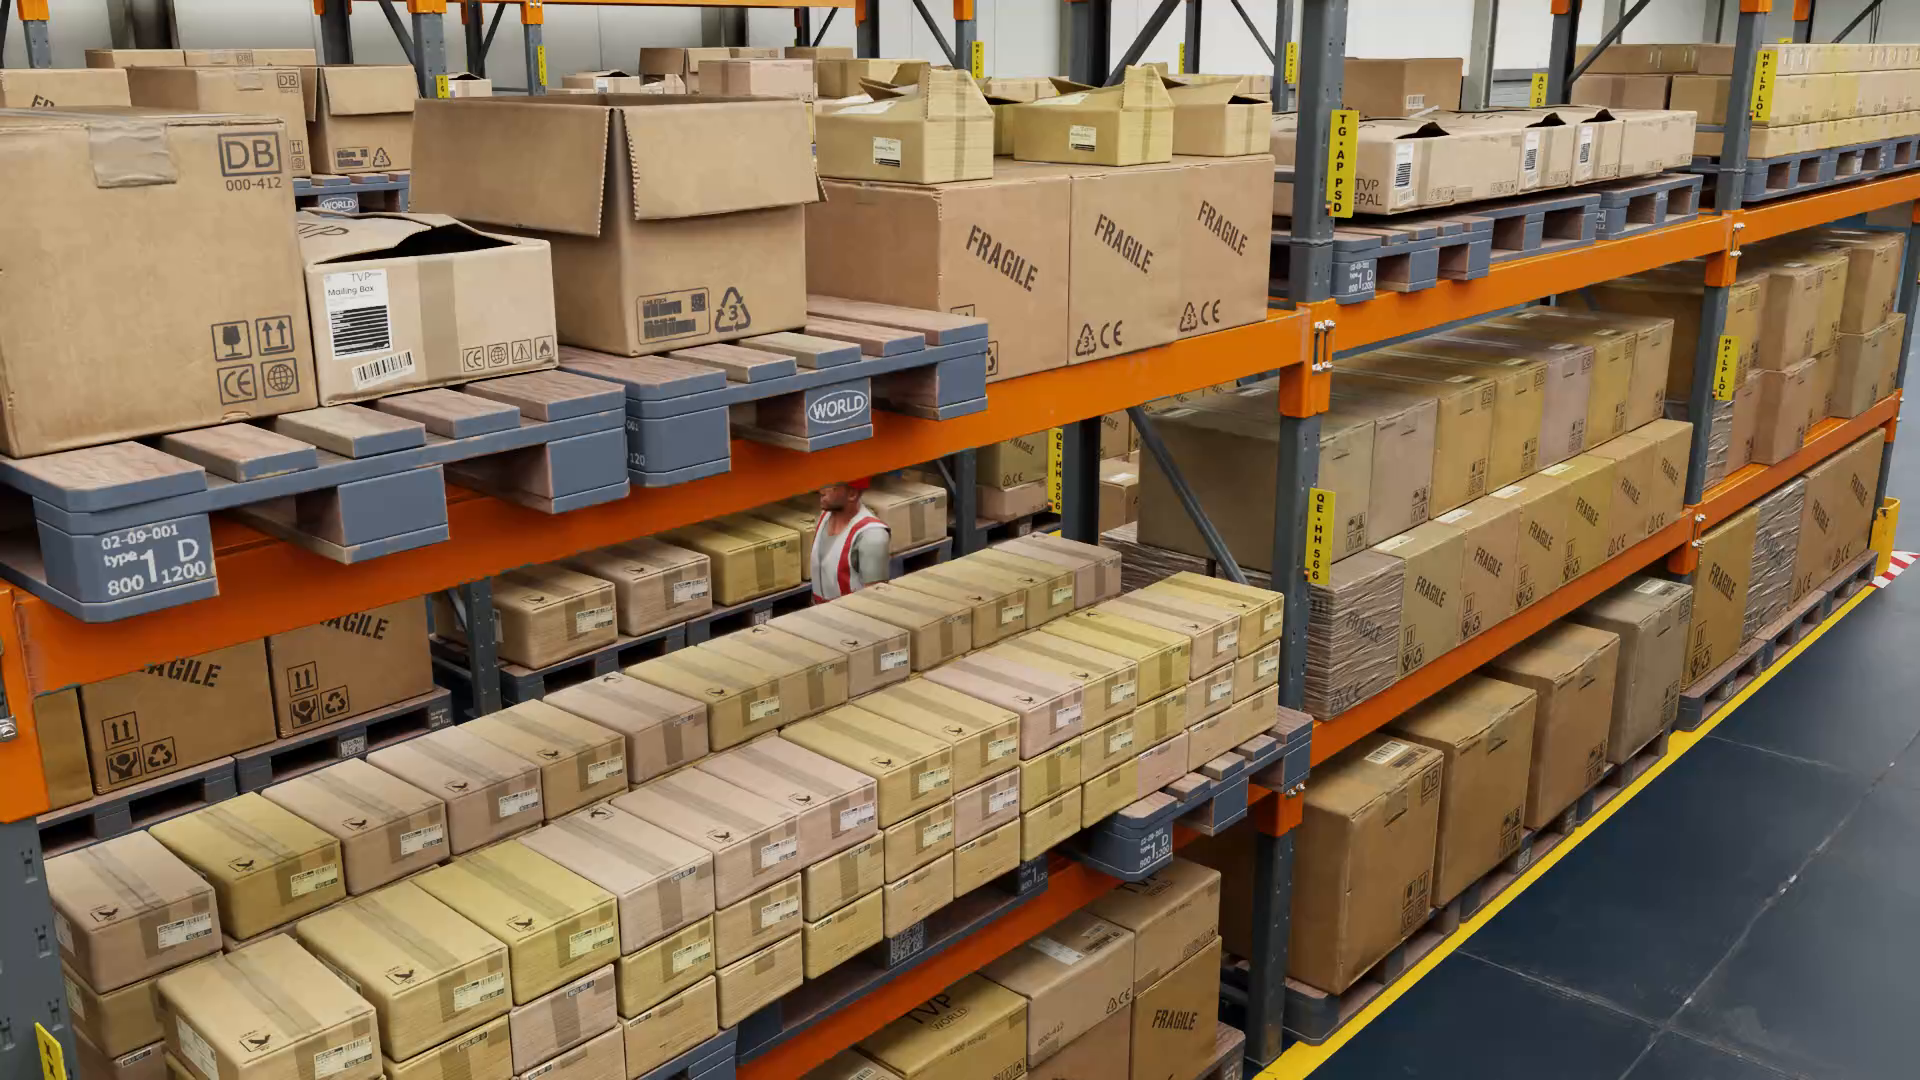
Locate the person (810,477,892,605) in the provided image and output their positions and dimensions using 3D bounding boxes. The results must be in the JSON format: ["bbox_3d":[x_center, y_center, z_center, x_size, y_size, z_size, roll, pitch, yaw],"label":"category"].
[{"bbox_3d":[-0.522,0.480,7.950,0.630,1.851,0.586,-14,22,-38],"label":"person"}]
